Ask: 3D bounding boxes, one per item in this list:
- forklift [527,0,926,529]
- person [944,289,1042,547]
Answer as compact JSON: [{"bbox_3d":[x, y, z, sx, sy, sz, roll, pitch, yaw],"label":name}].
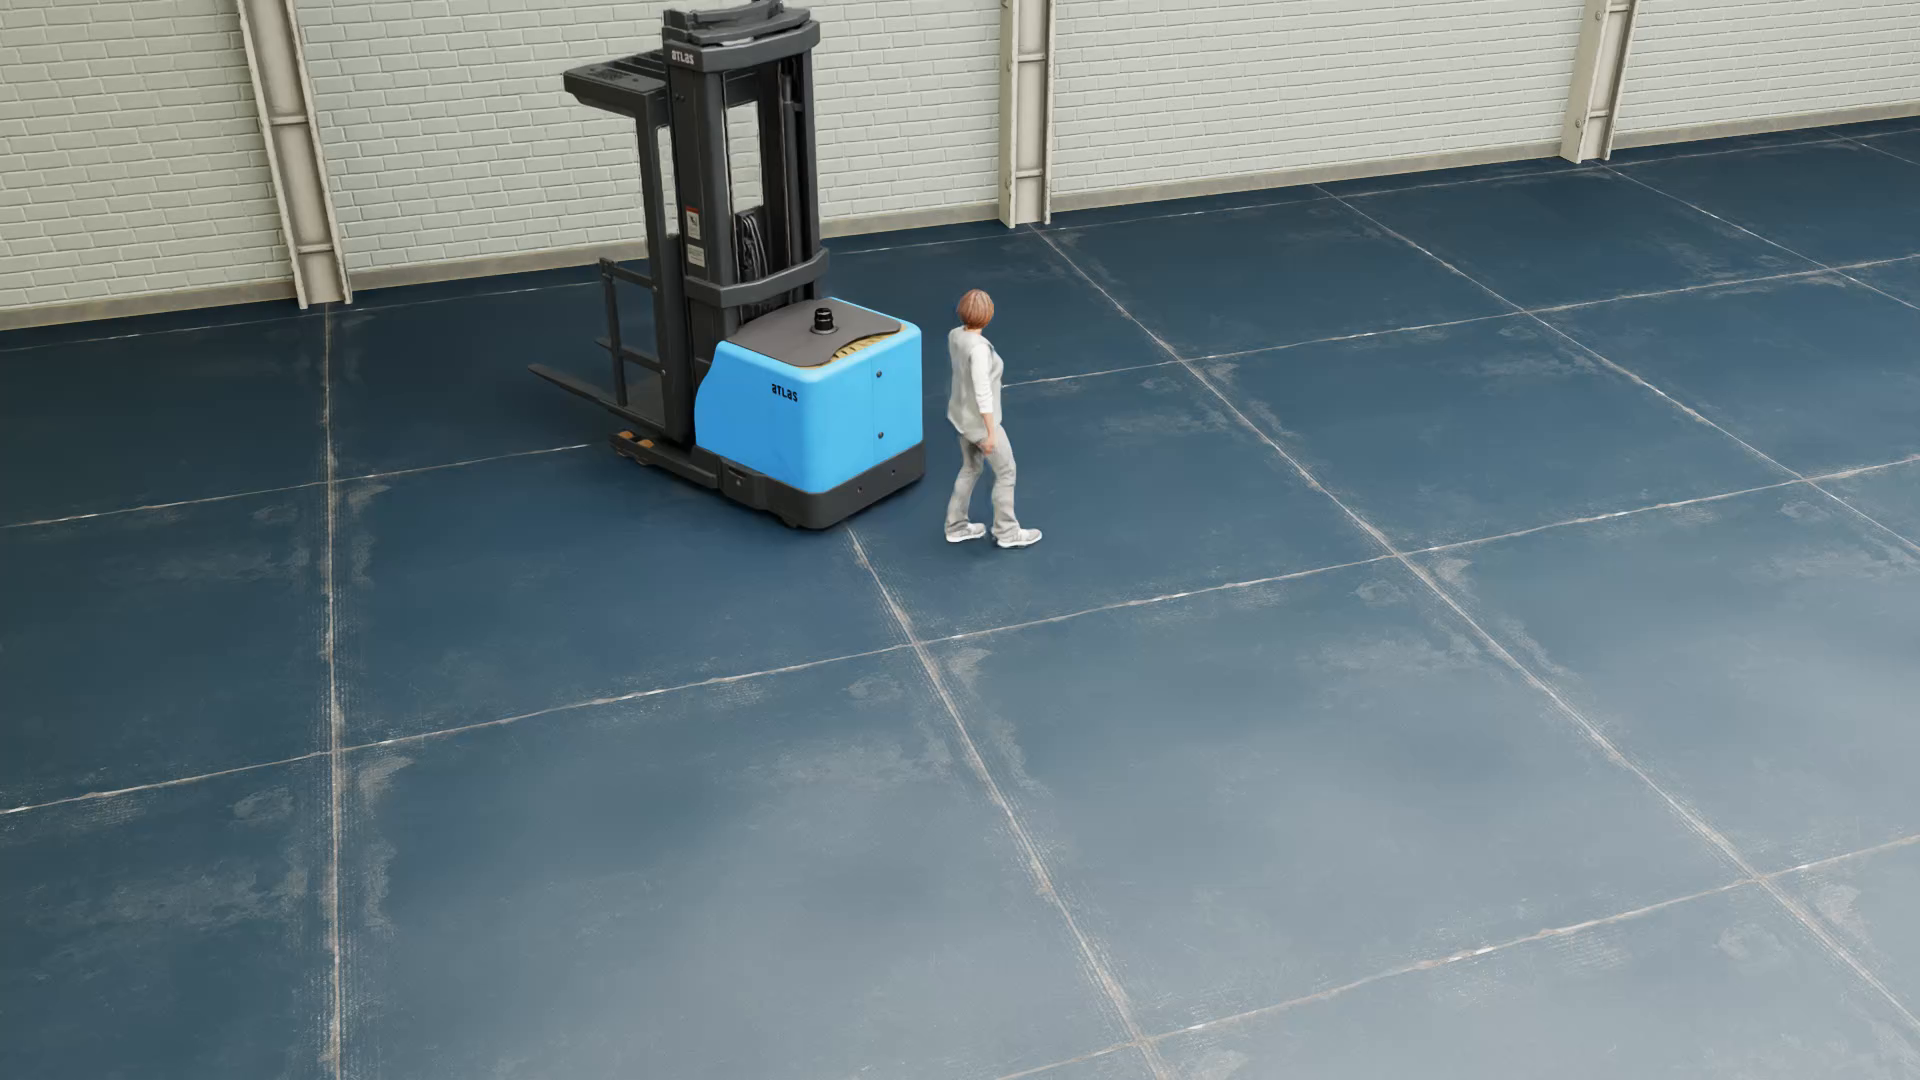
[{"bbox_3d":[-1.673,-1.938,10.455,3.031,2.935,1.130,23,37,34],"label":"forklift"},{"bbox_3d":[0.156,-0.711,9.684,0.543,1.578,0.552,-14,33,-22],"label":"person"}]
